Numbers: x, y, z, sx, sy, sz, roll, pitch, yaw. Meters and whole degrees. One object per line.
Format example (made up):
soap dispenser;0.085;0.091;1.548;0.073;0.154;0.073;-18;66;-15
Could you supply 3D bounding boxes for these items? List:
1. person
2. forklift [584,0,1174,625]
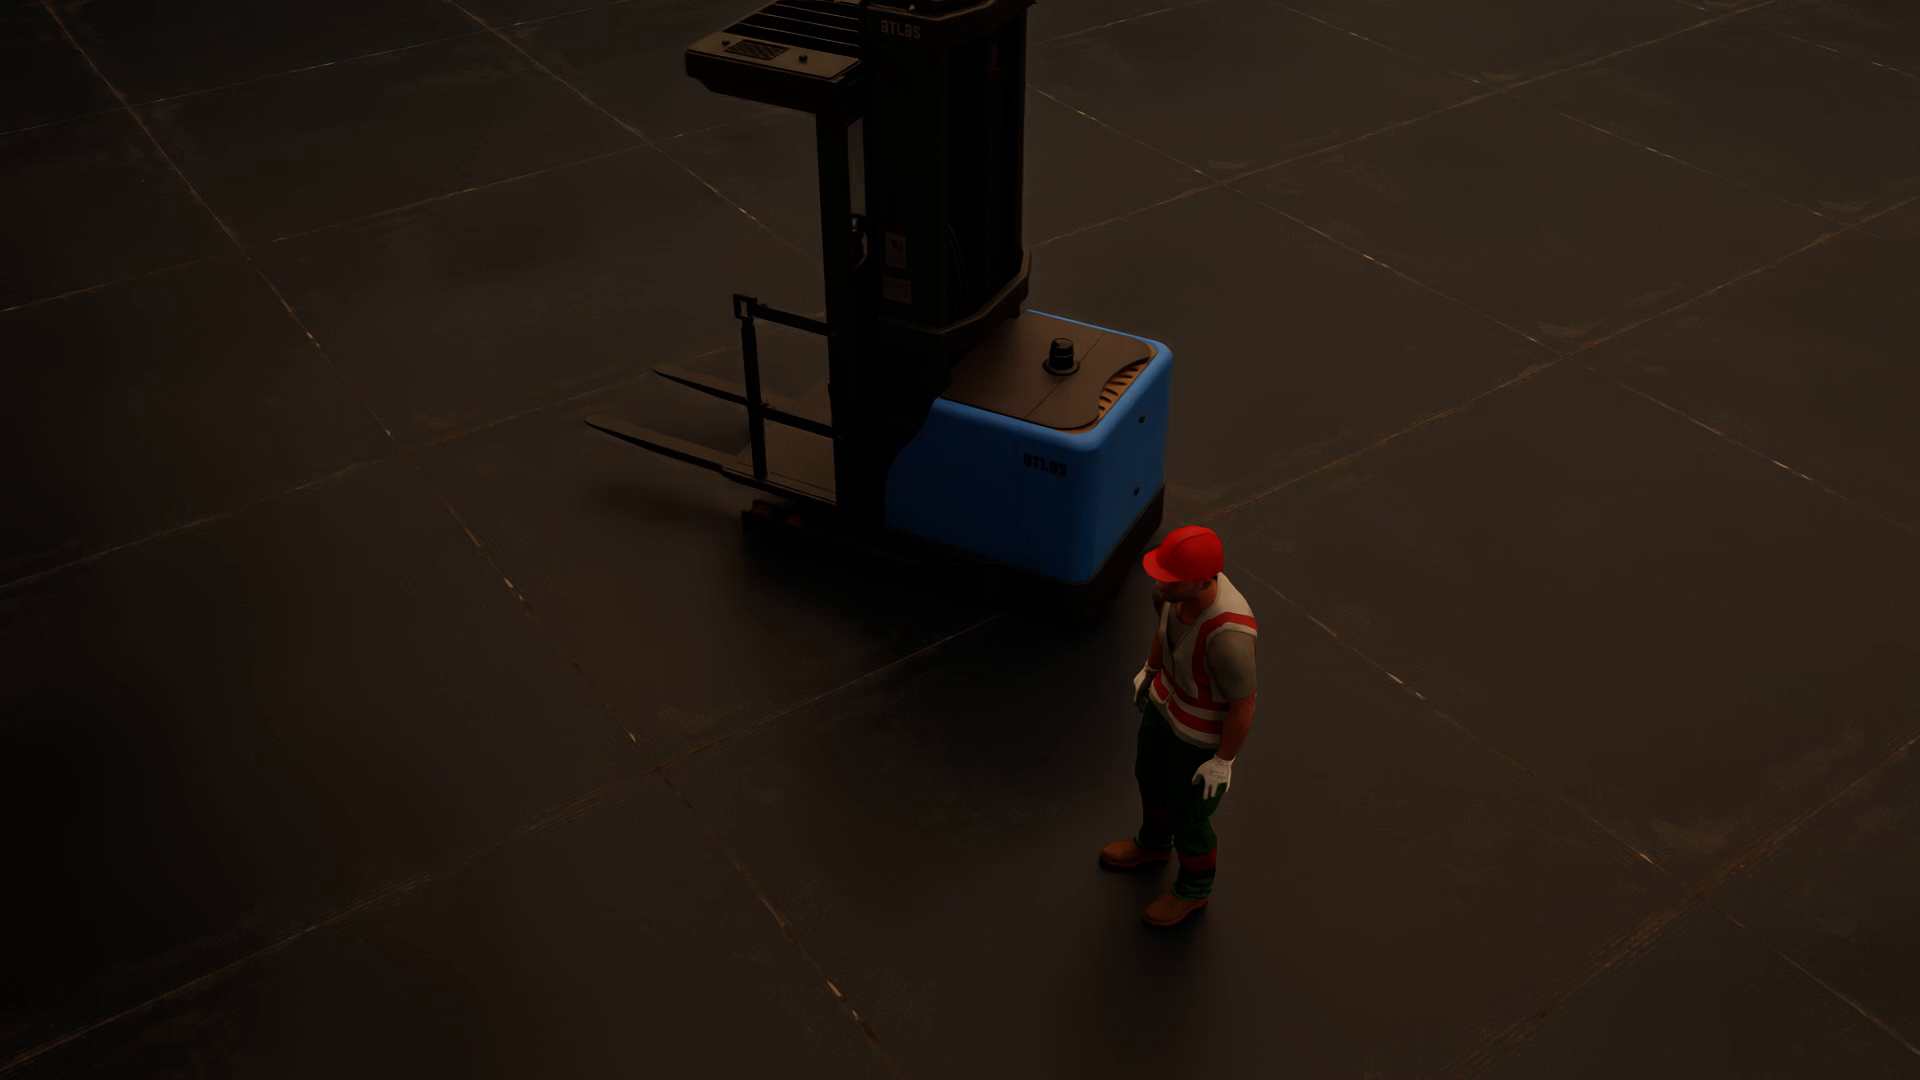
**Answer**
person;0.811;0.655;6.033;0.451;1.777;0.618;-14;39;-18
forklift;-0.522;-1.396;7.832;3.031;2.935;1.130;17;40;22
